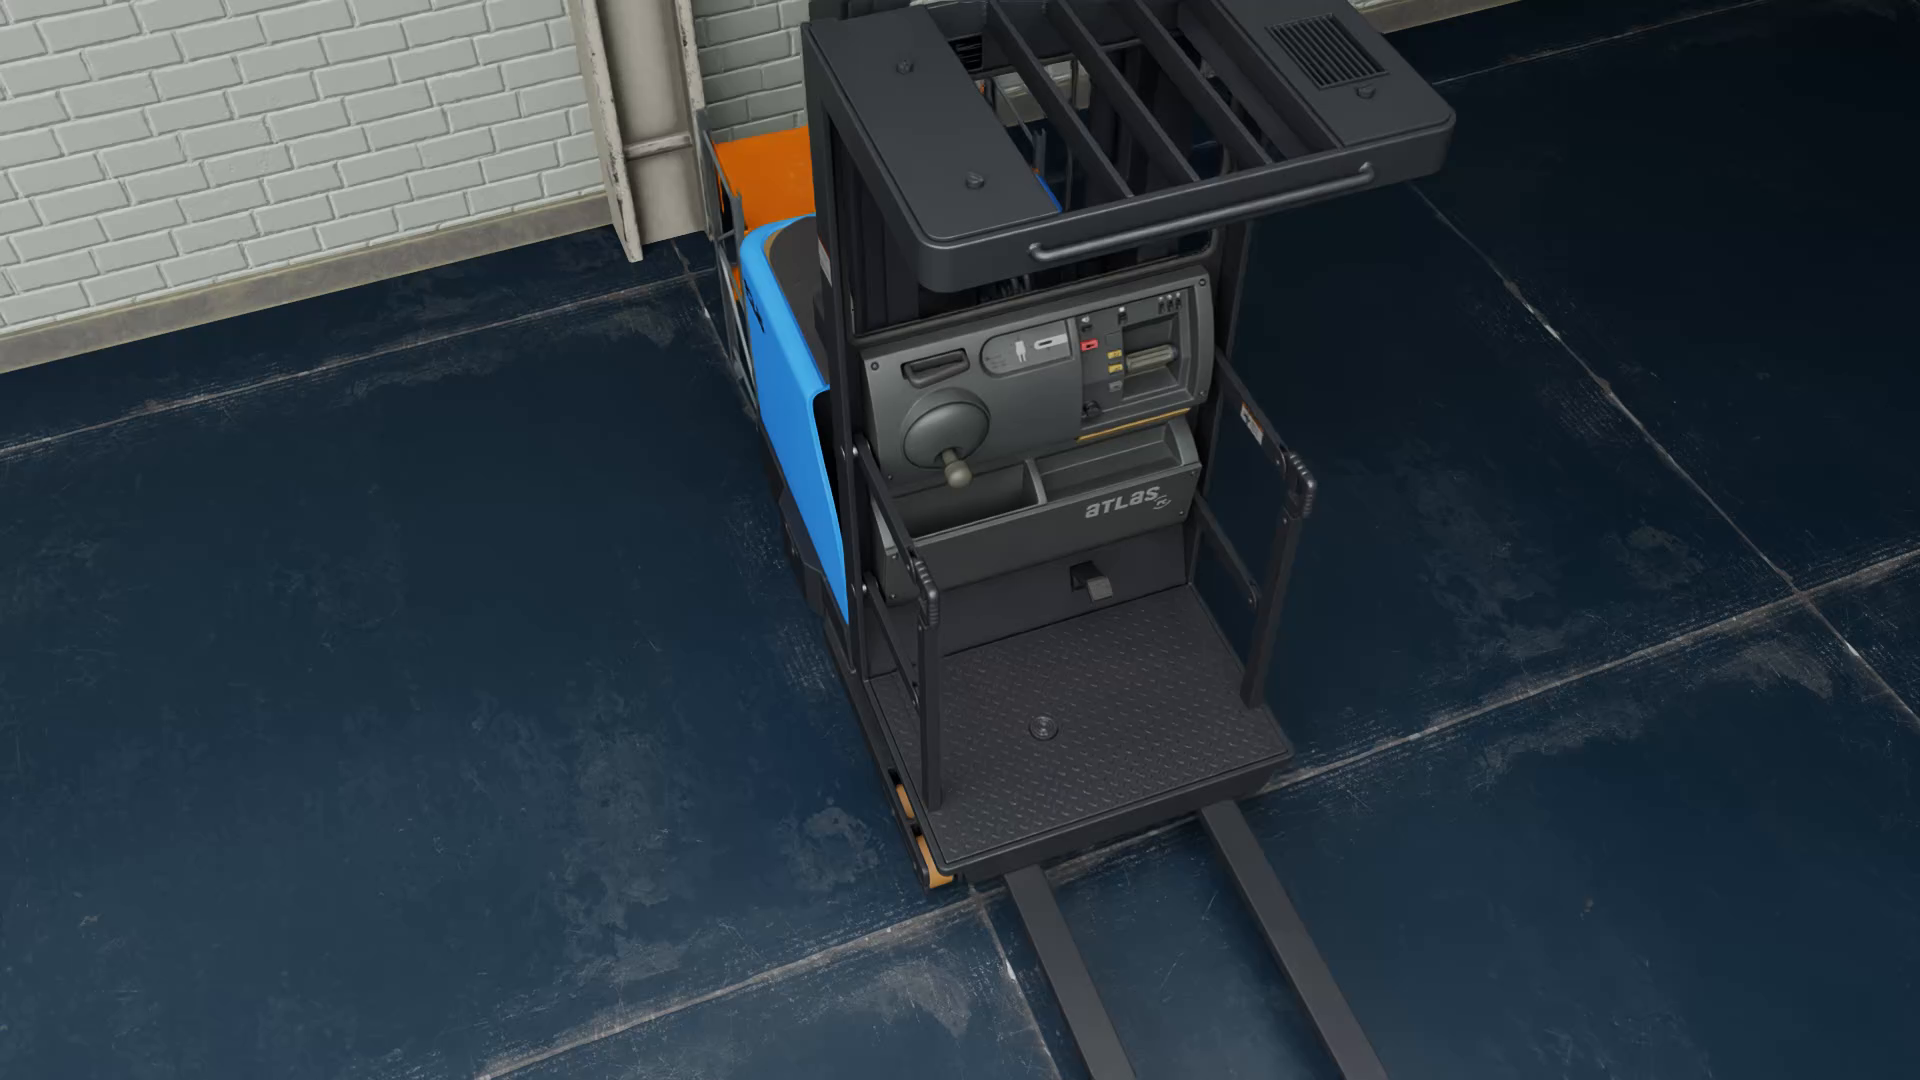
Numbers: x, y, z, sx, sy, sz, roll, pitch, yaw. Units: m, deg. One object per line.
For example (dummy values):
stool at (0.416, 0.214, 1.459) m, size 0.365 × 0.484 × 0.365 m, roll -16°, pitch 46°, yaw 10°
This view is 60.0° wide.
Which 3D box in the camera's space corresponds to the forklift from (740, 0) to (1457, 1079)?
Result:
forklift at (0.290, -0.304, 4.079) m, size 1.130 × 2.935 × 3.031 m, roll -16°, pitch 51°, yaw -13°

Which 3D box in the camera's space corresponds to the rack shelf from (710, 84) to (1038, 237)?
rack shelf at (-0.298, -1.196, 5.650) m, size 1.000 × 0.278 × 0.538 m, roll -15°, pitch 51°, yaw -12°

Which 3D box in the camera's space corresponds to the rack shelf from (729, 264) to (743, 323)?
rack shelf at (-0.298, -0.846, 6.058) m, size 1.000 × 0.278 × 0.538 m, roll -15°, pitch 51°, yaw -12°

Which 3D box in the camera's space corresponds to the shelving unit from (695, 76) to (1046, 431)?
shelving unit at (-0.298, -1.006, 5.872) m, size 1.048 × 1.125 × 0.538 m, roll -15°, pitch 51°, yaw -12°

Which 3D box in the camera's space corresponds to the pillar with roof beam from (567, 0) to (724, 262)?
pillar with roof beam at (0.422, -1.192, 0.842) m, size 0.400 × 9.000 × 9.100 m, roll -17°, pitch 52°, yaw -14°

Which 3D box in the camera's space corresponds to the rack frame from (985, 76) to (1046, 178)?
rack frame at (0.182, -1.133, 5.981) m, size 0.032 × 1.125 × 0.500 m, roll -15°, pitch 51°, yaw -12°

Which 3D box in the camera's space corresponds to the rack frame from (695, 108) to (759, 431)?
rack frame at (-0.778, -0.879, 5.763) m, size 0.032 × 1.125 × 0.500 m, roll -15°, pitch 51°, yaw -12°
